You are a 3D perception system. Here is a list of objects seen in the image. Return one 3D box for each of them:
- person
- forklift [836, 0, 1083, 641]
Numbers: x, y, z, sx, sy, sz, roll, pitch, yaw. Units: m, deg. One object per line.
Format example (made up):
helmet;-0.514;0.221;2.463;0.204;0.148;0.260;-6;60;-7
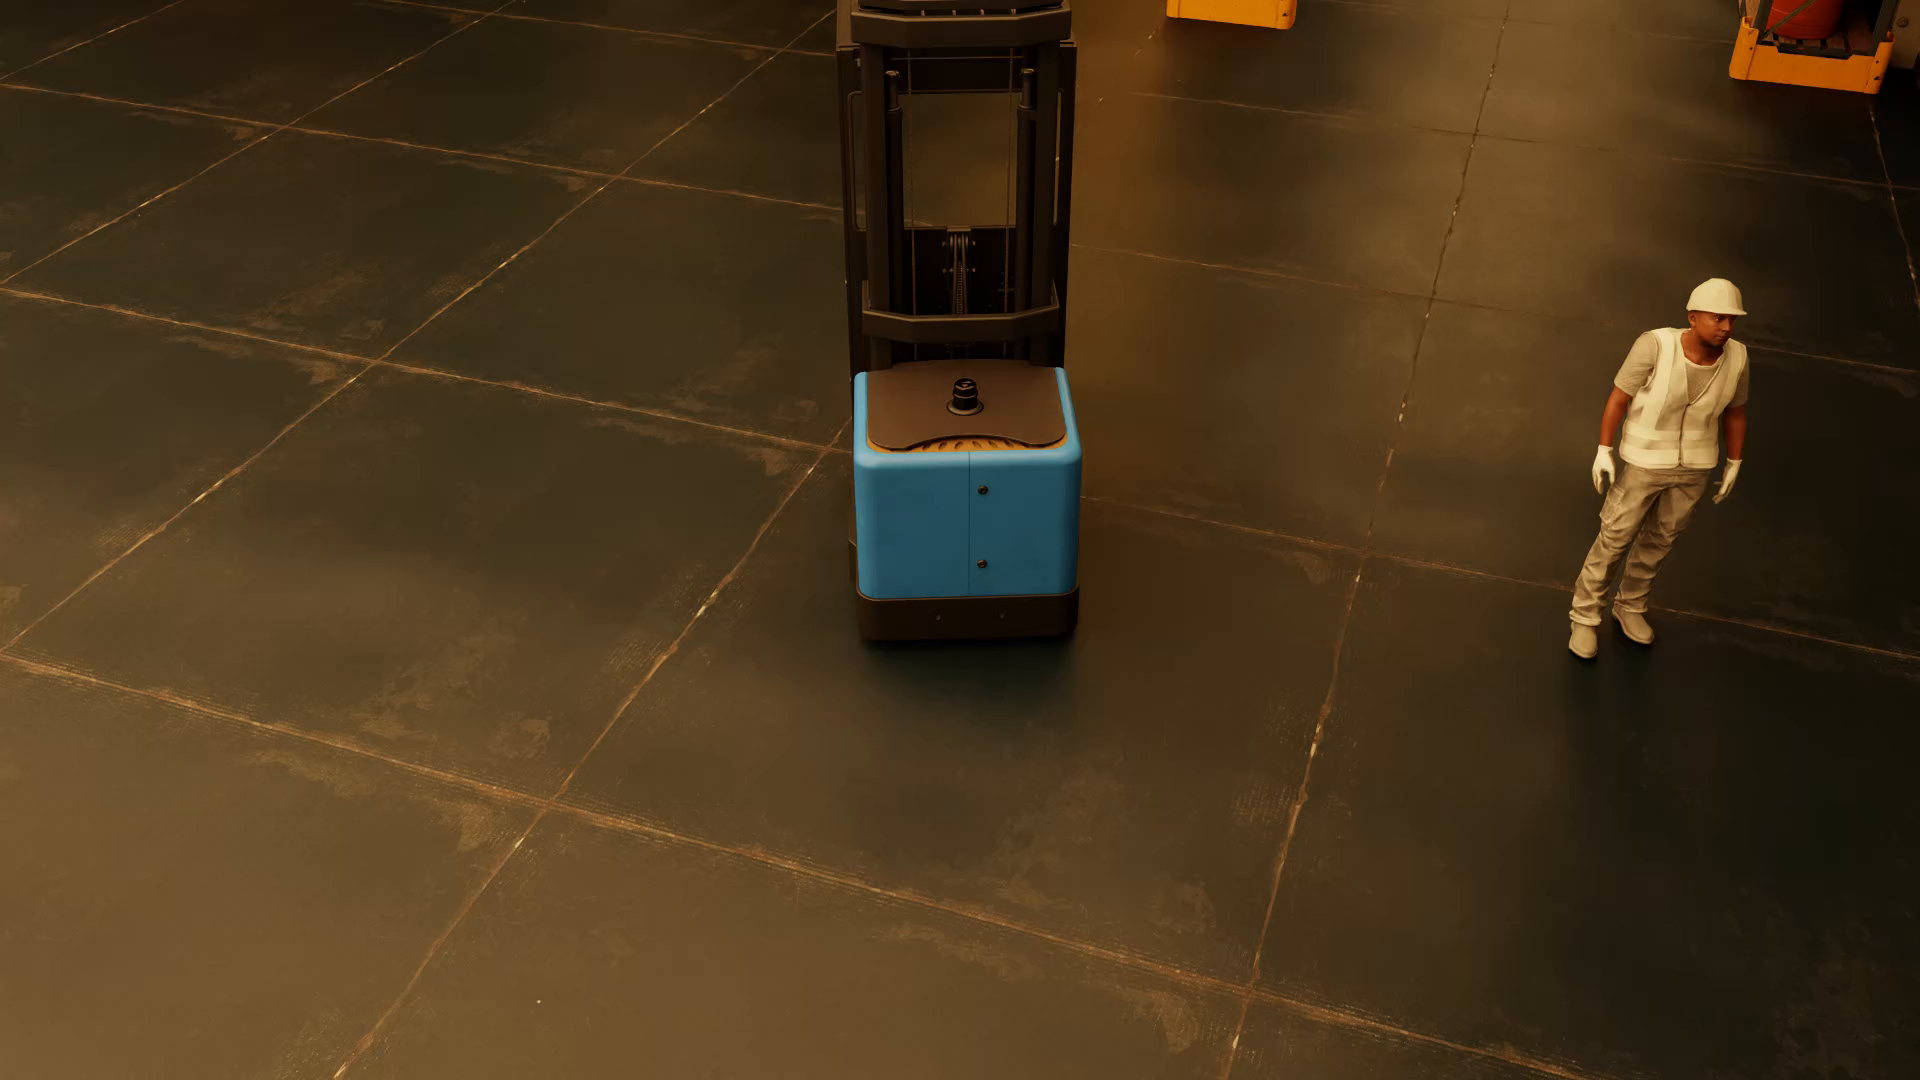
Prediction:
person;3.211;-0.309;7.526;0.657;1.784;0.577;1;35;2
forklift;-0.029;-1.547;8.293;1.130;2.935;3.031;-2;35;-2
